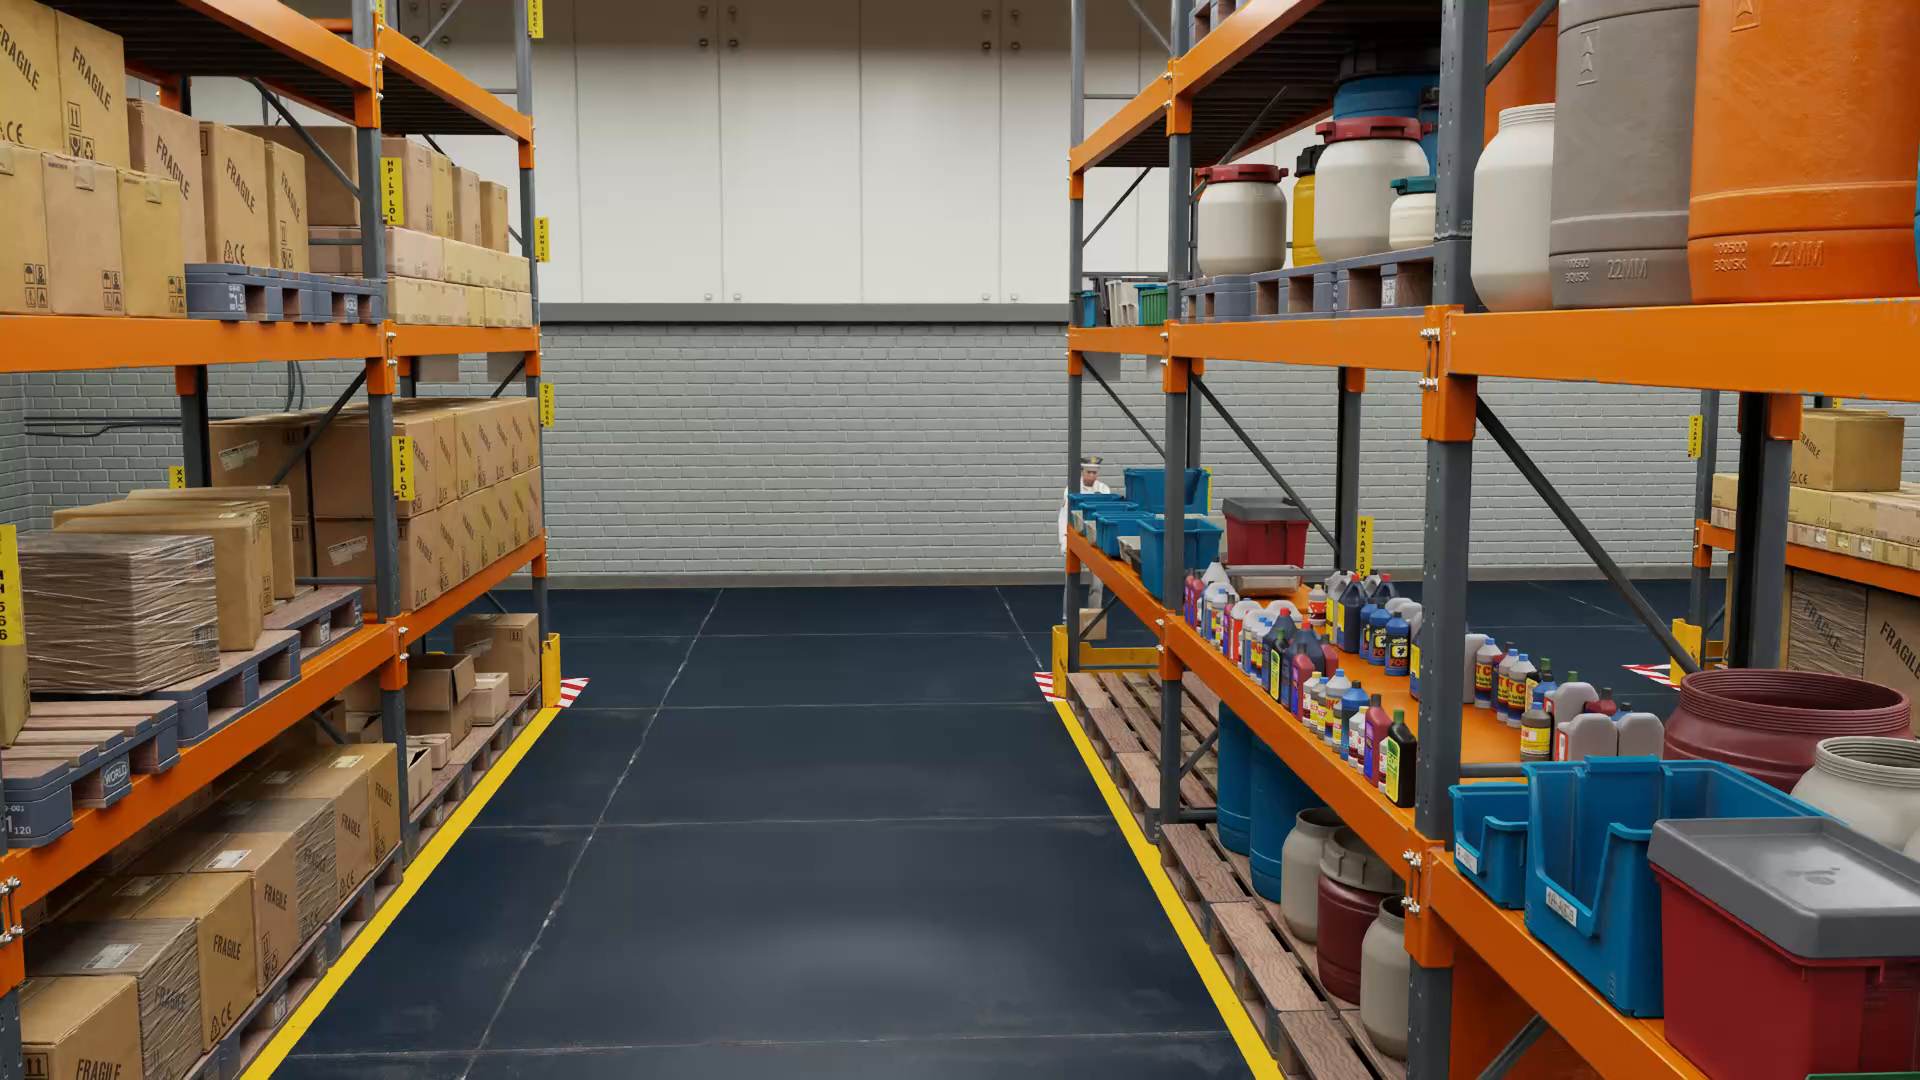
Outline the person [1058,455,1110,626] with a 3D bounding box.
[{"bbox_3d":[1.174,0.045,15.370,0.518,1.663,0.413,-1,7,-6],"label":"person"}]
